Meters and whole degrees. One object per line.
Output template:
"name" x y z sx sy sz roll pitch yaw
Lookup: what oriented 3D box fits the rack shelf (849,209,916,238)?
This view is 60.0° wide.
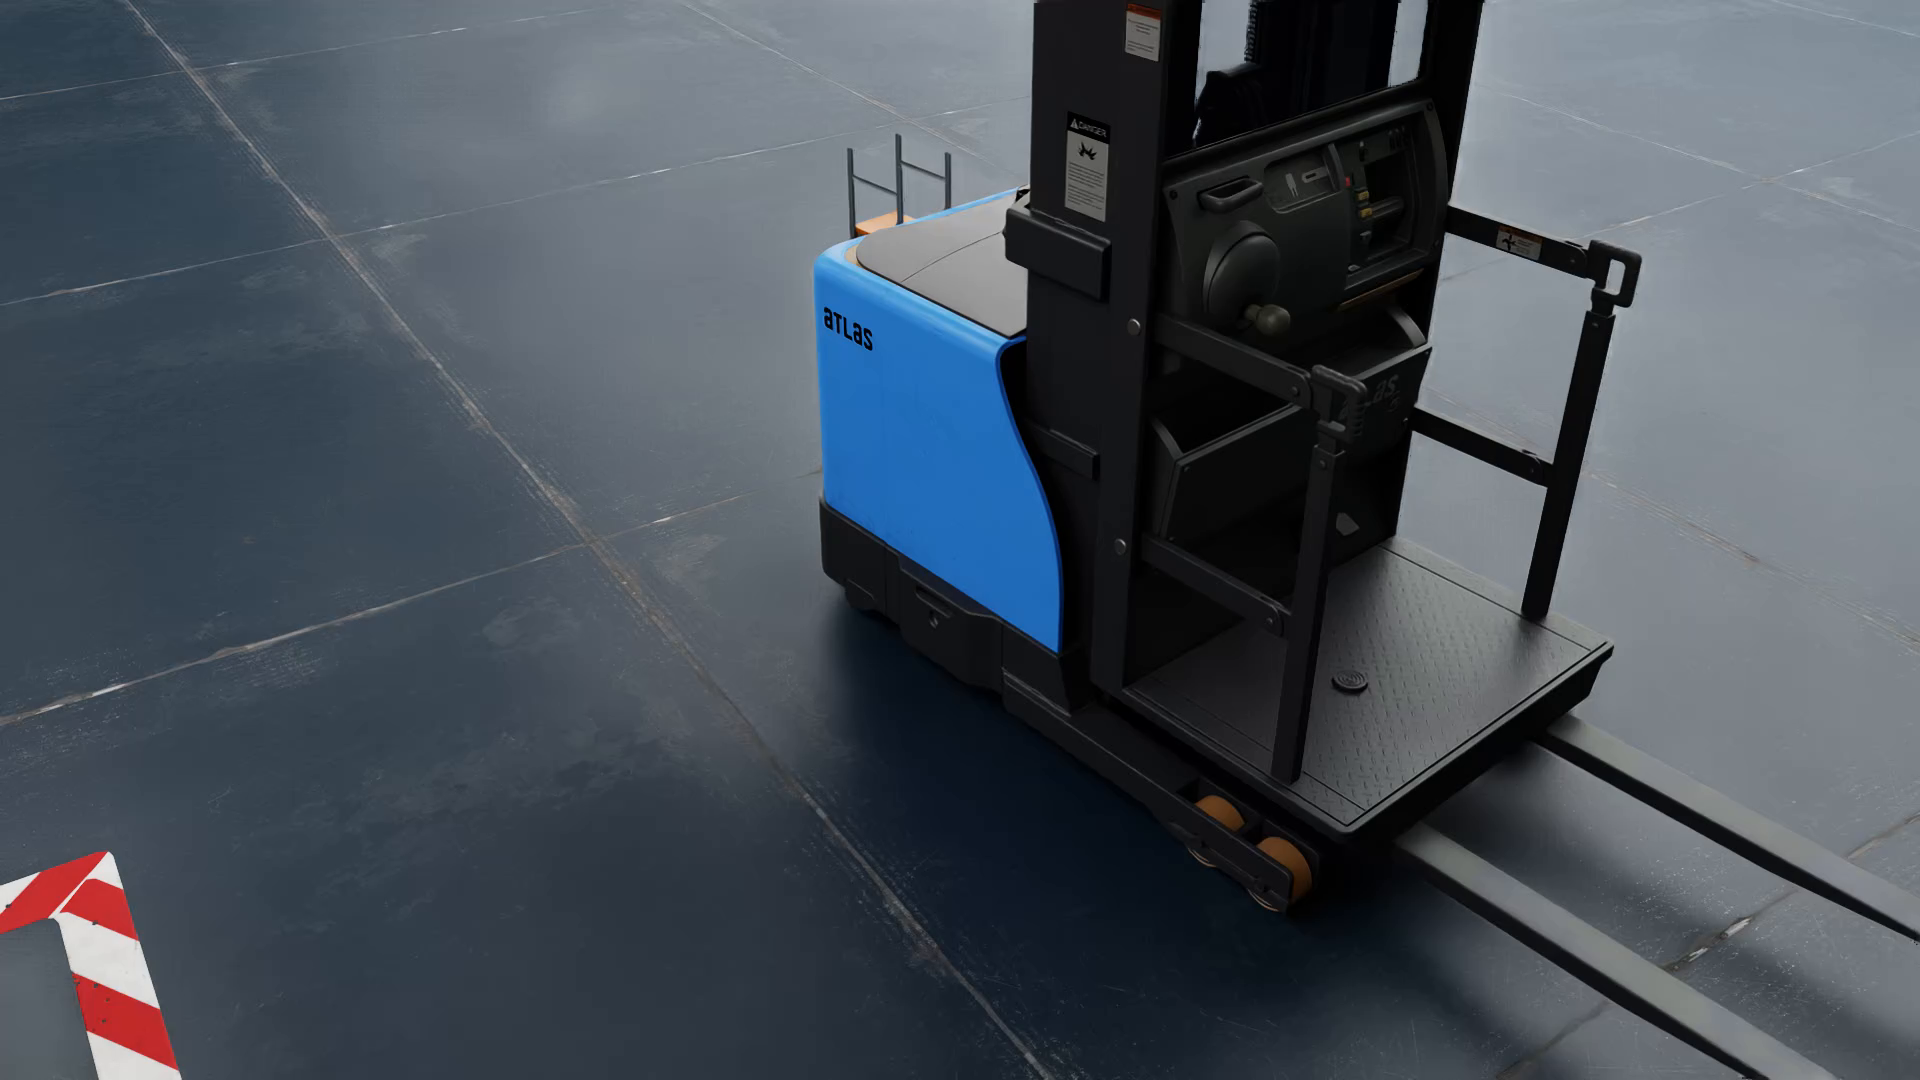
"rack shelf" -0.176 -0.878 4.926 0.180 0.103 0.258 -26 40 -35

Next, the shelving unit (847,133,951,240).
"shelving unit" -0.176 -0.611 5.094 0.189 1.200 0.258 -26 40 -35

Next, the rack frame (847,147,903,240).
"rack frame" -0.244 -0.578 5.042 0.006 1.200 0.240 -26 40 -35

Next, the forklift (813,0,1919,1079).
"forklift" 0.930 -0.683 3.586 1.130 2.935 3.031 -25 40 -34

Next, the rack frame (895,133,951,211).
"rack frame" -0.108 -0.644 5.146 0.006 1.200 0.240 -26 40 -35
